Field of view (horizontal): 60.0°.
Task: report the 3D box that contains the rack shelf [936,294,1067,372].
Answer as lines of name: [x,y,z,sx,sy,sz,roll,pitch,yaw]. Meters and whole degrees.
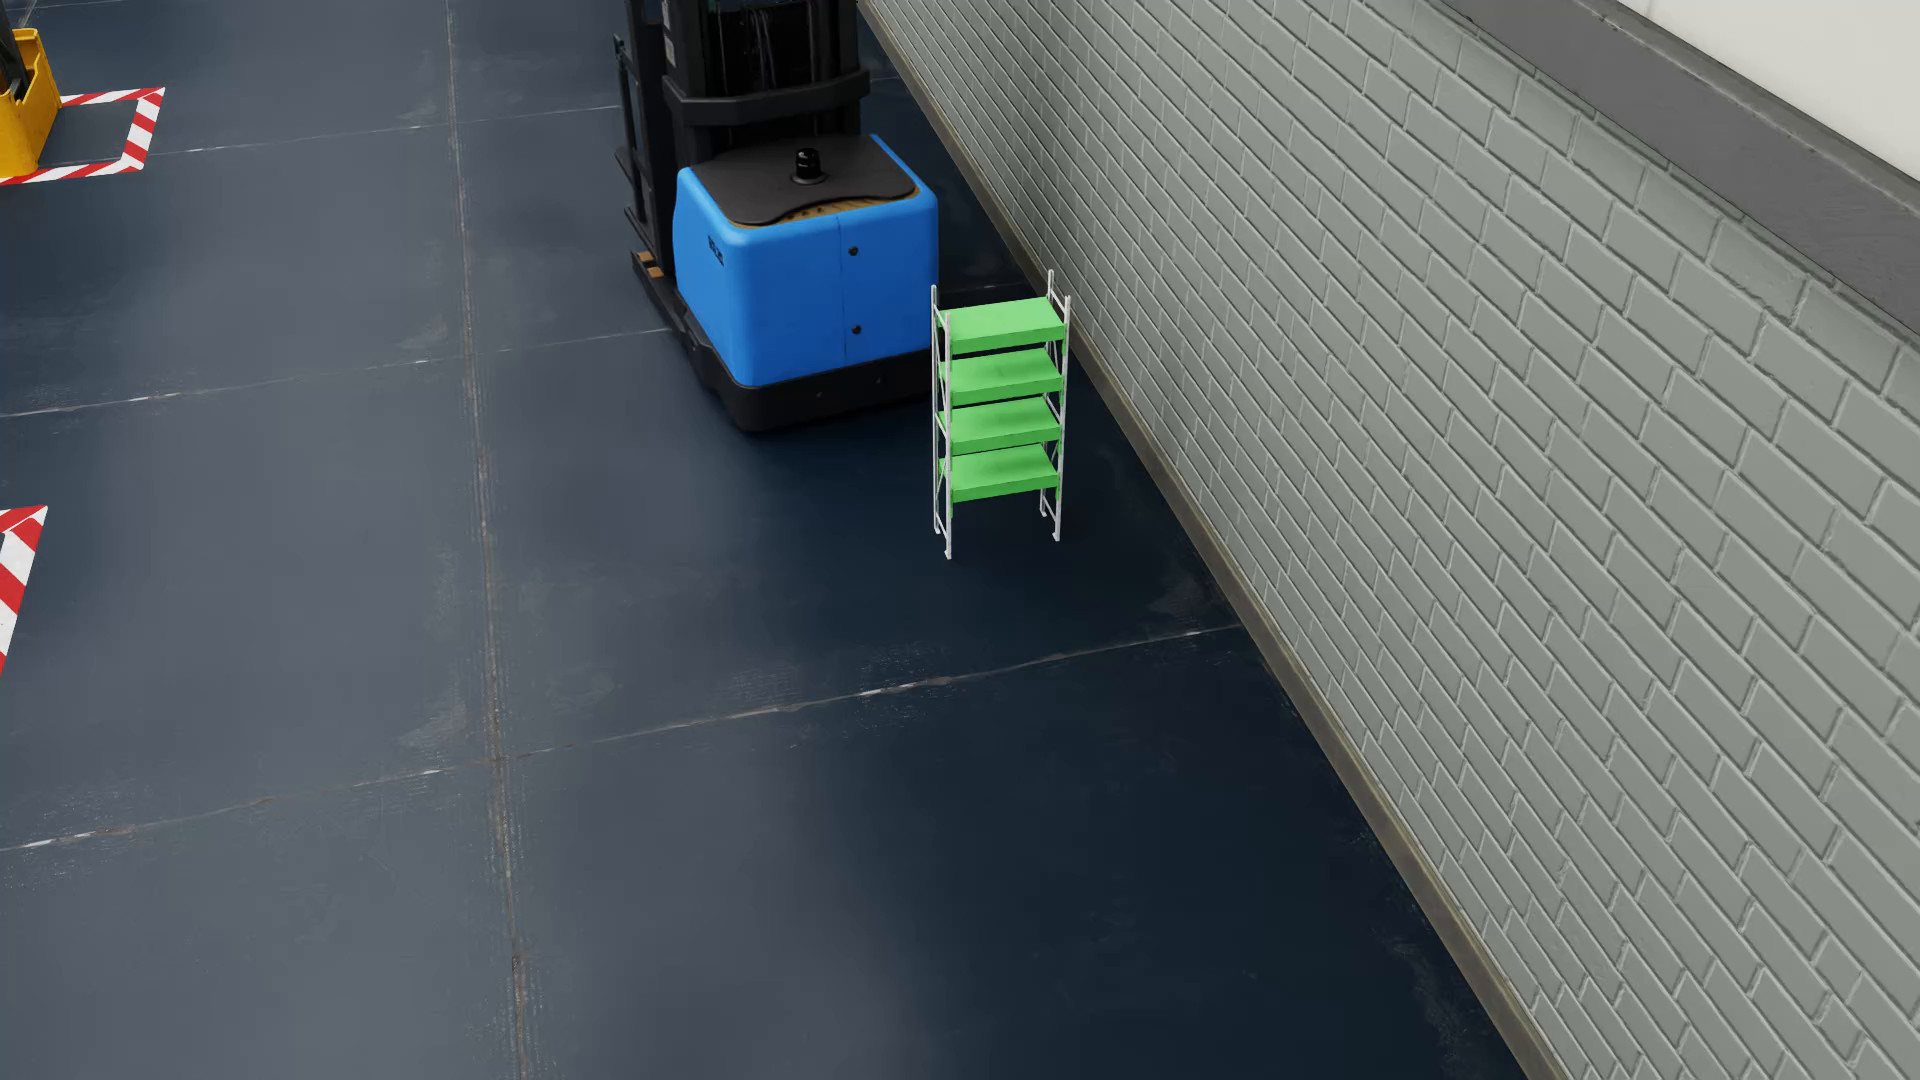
rack shelf: [0.160,-0.833,6.667,0.480,0.148,0.258,-9,38,-12]

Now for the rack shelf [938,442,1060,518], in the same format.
rack shelf: [0.160,-0.261,7.104,0.480,0.148,0.258,-9,38,-12]

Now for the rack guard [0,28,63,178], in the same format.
rack guard: [-5.977,-2.749,10.432,0.348,0.500,1.175,-9,38,-12]

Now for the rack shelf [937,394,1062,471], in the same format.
rack shelf: [0.160,-0.452,6.959,0.480,0.148,0.258,-9,38,-12]

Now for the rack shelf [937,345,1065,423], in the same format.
rack shelf: [0.160,-0.643,6.813,0.480,0.148,0.258,-9,38,-12]

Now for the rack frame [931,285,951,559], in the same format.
rack frame: [-0.076,-0.464,6.869,0.015,1.200,0.240,-9,38,-12]

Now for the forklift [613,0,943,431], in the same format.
forklift: [-1.143,-2.565,8.190,1.130,2.935,3.031,-15,40,-19]

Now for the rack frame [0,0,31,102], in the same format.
rack frame: [-6.000,-3.738,9.667,0.127,3.000,1.000,-9,38,-12]

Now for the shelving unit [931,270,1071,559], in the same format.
shelving unit: [0.160,-0.503,6.920,0.503,1.200,0.258,-9,38,-12]

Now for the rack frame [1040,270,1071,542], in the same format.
rack frame: [0.395,-0.541,6.970,0.015,1.200,0.240,-9,38,-12]
